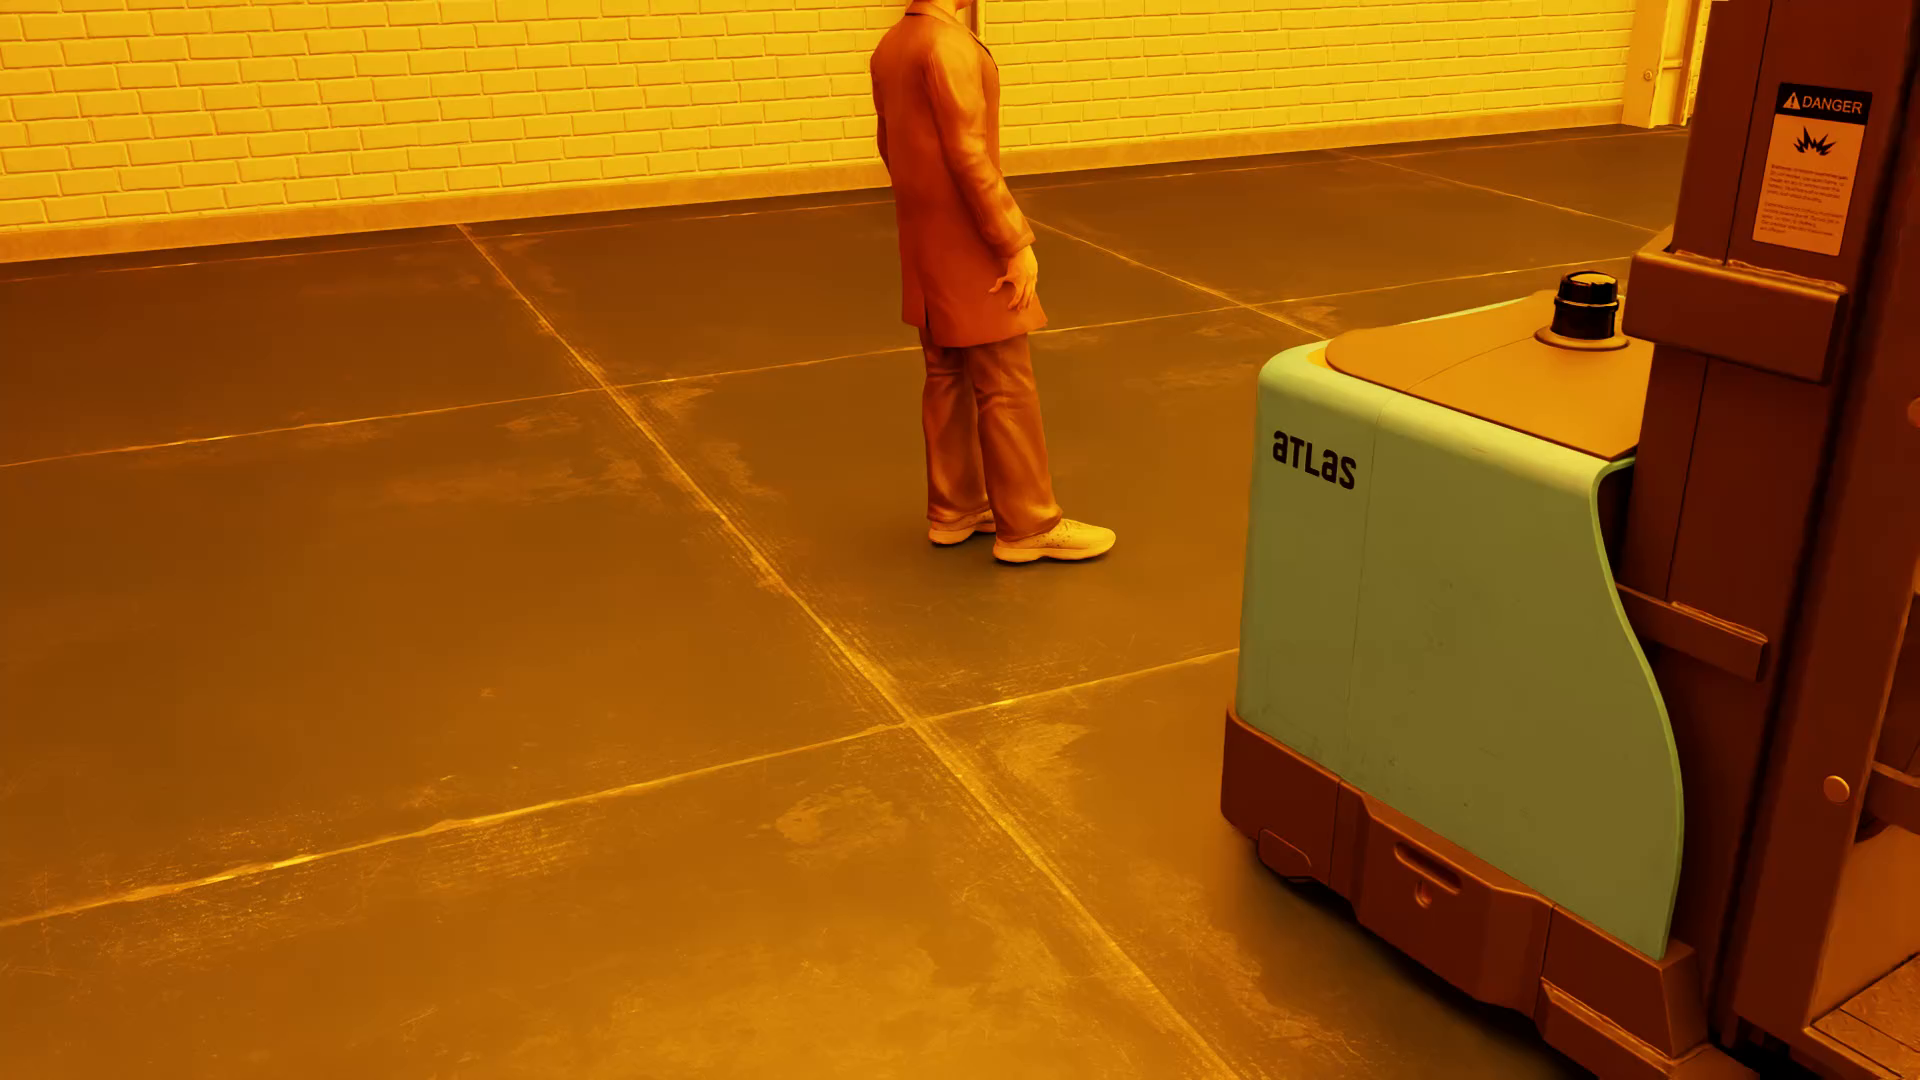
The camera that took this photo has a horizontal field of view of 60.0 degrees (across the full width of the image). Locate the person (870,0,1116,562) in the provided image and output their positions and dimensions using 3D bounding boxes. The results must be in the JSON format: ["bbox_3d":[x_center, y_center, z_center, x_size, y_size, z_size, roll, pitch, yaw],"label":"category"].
[{"bbox_3d":[0.085,-0.841,4.796,0.579,1.777,0.698,-10,25,-23],"label":"person"}]

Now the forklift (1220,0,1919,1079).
[{"bbox_3d":[1.796,-0.355,2.141,1.130,2.935,3.031,-15,27,-31],"label":"forklift"}]
